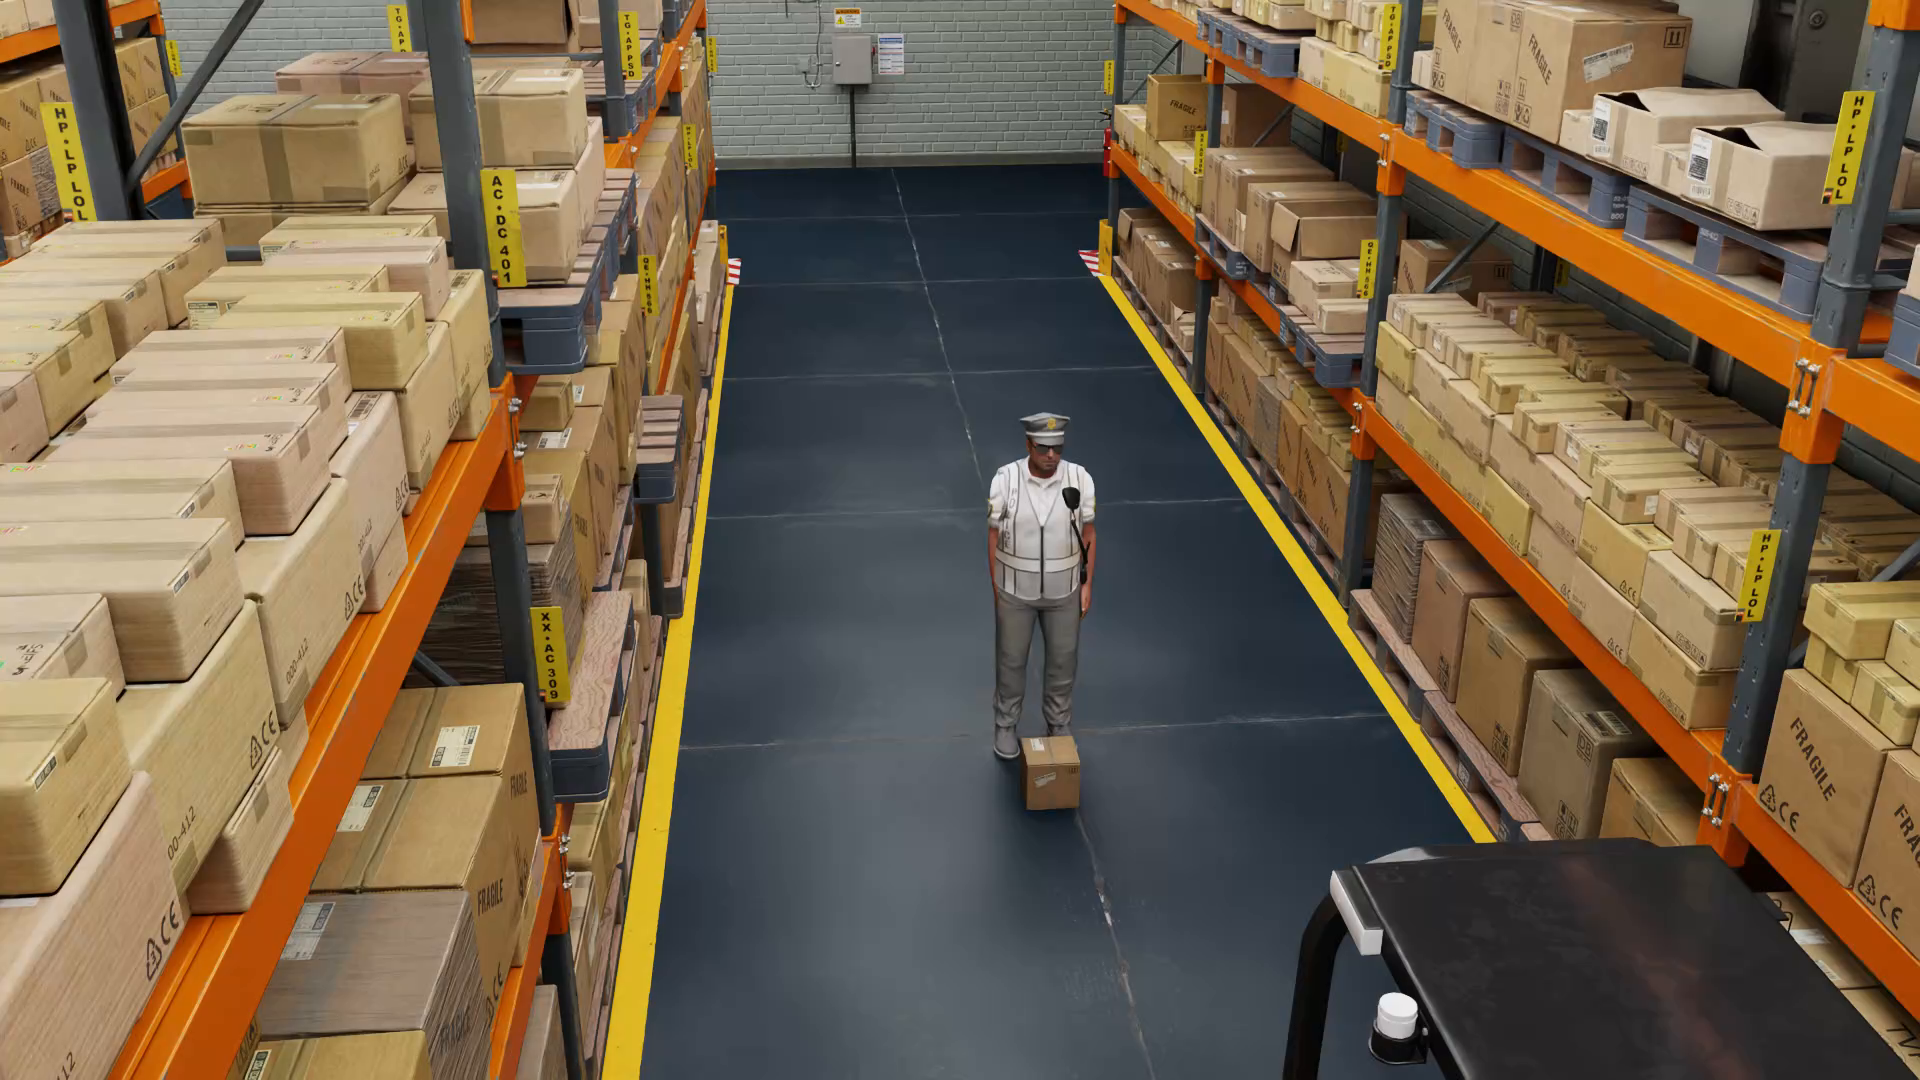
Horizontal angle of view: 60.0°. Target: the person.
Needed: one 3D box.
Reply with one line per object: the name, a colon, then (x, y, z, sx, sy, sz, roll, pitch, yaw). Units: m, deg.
person: (0.398, 0.220, 8.074, 0.527, 1.766, 0.393, -2, 24, -4)
